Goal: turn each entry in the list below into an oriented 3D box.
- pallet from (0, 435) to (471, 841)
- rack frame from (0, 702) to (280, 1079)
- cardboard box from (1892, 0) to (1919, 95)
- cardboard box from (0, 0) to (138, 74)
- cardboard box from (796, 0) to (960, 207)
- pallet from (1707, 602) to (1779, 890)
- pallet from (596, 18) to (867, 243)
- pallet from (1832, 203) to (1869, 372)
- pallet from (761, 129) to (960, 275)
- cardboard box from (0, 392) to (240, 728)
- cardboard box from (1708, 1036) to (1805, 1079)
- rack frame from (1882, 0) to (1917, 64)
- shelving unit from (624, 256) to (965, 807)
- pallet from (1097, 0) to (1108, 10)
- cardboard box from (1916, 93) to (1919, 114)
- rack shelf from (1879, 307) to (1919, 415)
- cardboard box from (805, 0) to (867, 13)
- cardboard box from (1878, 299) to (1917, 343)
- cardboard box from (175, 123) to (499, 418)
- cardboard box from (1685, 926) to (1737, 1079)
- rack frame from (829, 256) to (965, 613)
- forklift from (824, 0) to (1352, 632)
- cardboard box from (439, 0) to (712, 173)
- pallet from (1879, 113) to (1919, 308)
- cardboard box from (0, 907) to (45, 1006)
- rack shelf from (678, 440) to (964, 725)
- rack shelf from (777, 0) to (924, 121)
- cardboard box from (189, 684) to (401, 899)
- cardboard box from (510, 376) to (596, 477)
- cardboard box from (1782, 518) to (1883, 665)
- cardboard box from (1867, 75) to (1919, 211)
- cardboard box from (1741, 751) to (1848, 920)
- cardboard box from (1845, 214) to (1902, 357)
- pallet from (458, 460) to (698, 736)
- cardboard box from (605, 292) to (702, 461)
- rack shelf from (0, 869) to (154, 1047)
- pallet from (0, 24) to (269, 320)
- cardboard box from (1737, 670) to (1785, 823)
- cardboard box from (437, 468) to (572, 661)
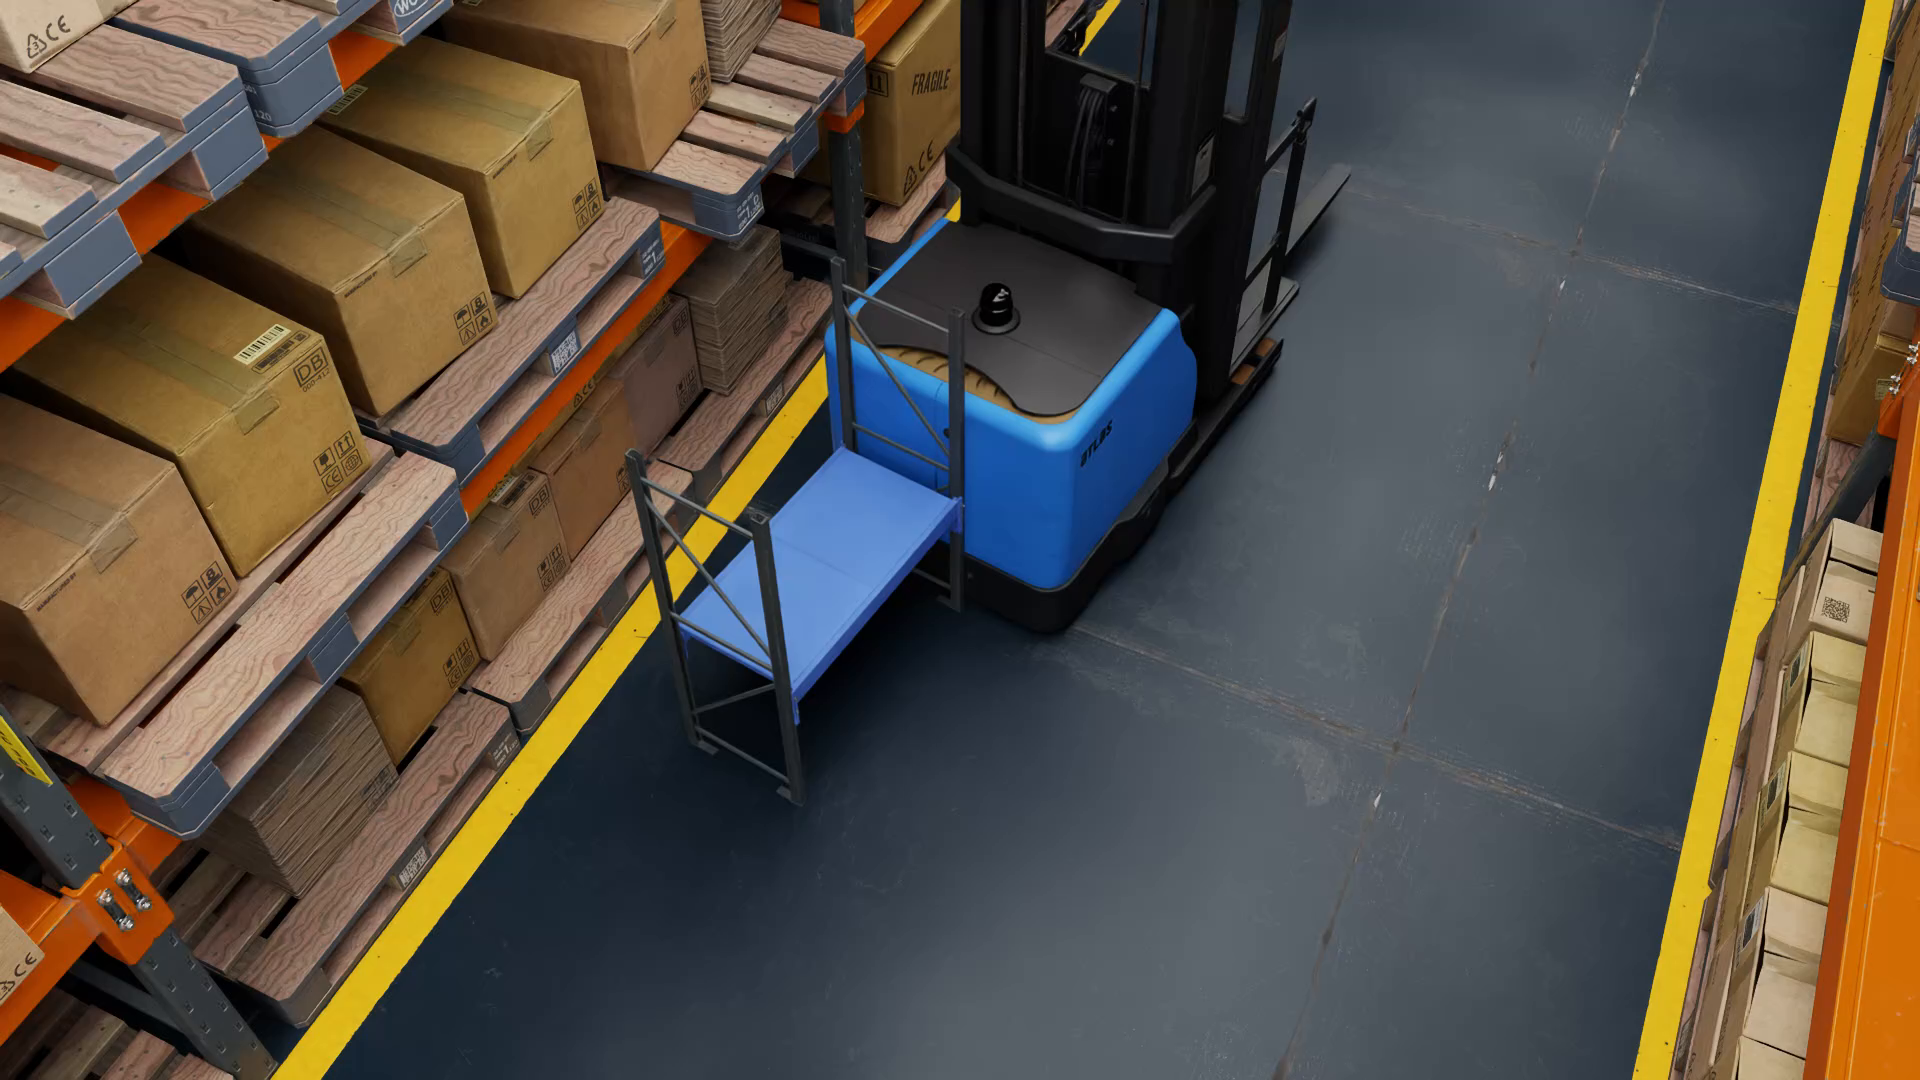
[{"bbox_3d":[-2.137,0.126,4.615,1.003,0.211,1.213,20,52,16],"label":"pallet"},{"bbox_3d":[-2.595,0.542,4.134,1.000,3.000,0.127,20,52,16],"label":"rack frame"},{"bbox_3d":[4.876,-2.436,8.021,0.500,0.500,0.500,18,52,14],"label":"cardboard box"},{"bbox_3d":[-2.026,-1.311,3.525,0.500,0.311,0.500,21,53,17],"label":"cardboard box"},{"bbox_3d":[-0.454,-2.115,7.531,0.750,0.750,0.750,19,52,16],"label":"cardboard box"},{"bbox_3d":[3.207,0.855,5.699,1.003,0.211,1.213,20,52,16],"label":"pallet"},{"bbox_3d":[-1.095,-1.625,6.104,1.213,0.211,1.003,20,52,16],"label":"pallet"},{"bbox_3d":[4.470,-1.038,7.310,1.003,0.211,1.213,20,52,16],"label":"pallet"},{"bbox_3d":[-0.482,-1.827,7.981,1.003,0.211,1.213,20,52,16],"label":"pallet"},{"bbox_3d":[-2.347,0.028,4.217,0.700,0.500,0.500,20,52,16],"label":"cardboard box"},{"bbox_3d":[2.231,1.649,4.354,0.500,0.311,0.500,20,52,16],"label":"cardboard box"},{"bbox_3d":[5.303,-3.357,7.452,1.000,3.000,0.127,20,52,16],"label":"rack frame"},{"bbox_3d":[-0.478,0.005,5.576,0.538,1.500,1.048,26,54,21],"label":"shelving unit"},{"bbox_3d":[0.561,-3.507,9.411,1.003,0.211,1.213,20,52,16],"label":"pallet"},{"bbox_3d":[4.449,-1.990,7.149,0.500,0.250,0.500,20,52,16],"label":"cardboard box"},{"bbox_3d":[4.448,-1.747,6.554,1.077,0.370,4.000,20,52,16],"label":"rack shelf"},{"bbox_3d":[-0.536,-2.288,6.695,0.380,0.149,0.250,19,52,16],"label":"cardboard box"},{"bbox_3d":[3.802,-0.939,6.255,0.500,0.250,0.500,22,53,17],"label":"cardboard box"},{"bbox_3d":[-1.849,-0.818,4.937,0.700,0.500,0.500,27,55,21],"label":"cardboard box"},{"bbox_3d":[2.455,1.477,4.869,0.500,0.250,0.500,21,53,17],"label":"cardboard box"},{"bbox_3d":[-0.203,-0.321,5.854,0.500,1.500,0.032,26,54,21],"label":"rack frame"},{"bbox_3d":[0.728,-1.716,6.101,1.130,2.935,3.031,26,54,21],"label":"forklift"},{"bbox_3d":[-1.292,-1.666,5.659,0.700,0.500,0.500,15,51,13],"label":"cardboard box"},{"bbox_3d":[3.820,-1.030,5.598,1.213,0.211,1.003,20,52,16],"label":"pallet"},{"bbox_3d":[-2.524,1.009,3.822,0.500,0.250,0.500,20,52,16],"label":"cardboard box"},{"bbox_3d":[-0.478,0.121,5.713,0.538,0.185,1.000,26,54,21],"label":"rack shelf"},{"bbox_3d":[-0.032,-3.356,7.924,1.077,0.370,4.000,20,52,16],"label":"rack shelf"},{"bbox_3d":[-2.296,0.698,5.354,0.700,0.500,0.500,21,53,17],"label":"cardboard box"},{"bbox_3d":[-1.662,-0.547,5.921,0.500,0.250,0.500,20,52,16],"label":"cardboard box"},{"bbox_3d":[3.105,0.235,5.557,0.500,0.311,0.500,21,53,17],"label":"cardboard box"},{"bbox_3d":[4.438,-1.723,7.414,0.500,0.500,0.500,20,53,17],"label":"cardboard box"},{"bbox_3d":[2.668,0.950,4.948,0.500,0.311,0.500,19,52,15],"label":"cardboard box"},{"bbox_3d":[4.003,-1.012,6.809,0.500,0.500,0.500,18,52,15],"label":"cardboard box"},{"bbox_3d":[-1.744,0.066,6.370,1.003,0.211,1.213,20,52,16],"label":"pallet"},{"bbox_3d":[-1.472,-0.715,6.556,0.700,0.500,0.500,20,52,16],"label":"cardboard box"},{"bbox_3d":[-3.450,2.153,3.236,1.077,0.370,4.000,20,52,16],"label":"rack shelf"},{"bbox_3d":[-2.235,-0.759,3.395,1.213,0.211,1.003,20,52,16],"label":"pallet"},{"bbox_3d":[2.891,0.764,5.475,0.500,0.250,0.500,18,52,15],"label":"cardboard box"},{"bbox_3d":[-1.866,-0.013,5.959,0.700,0.500,0.500,20,53,16],"label":"cardboard box"}]
